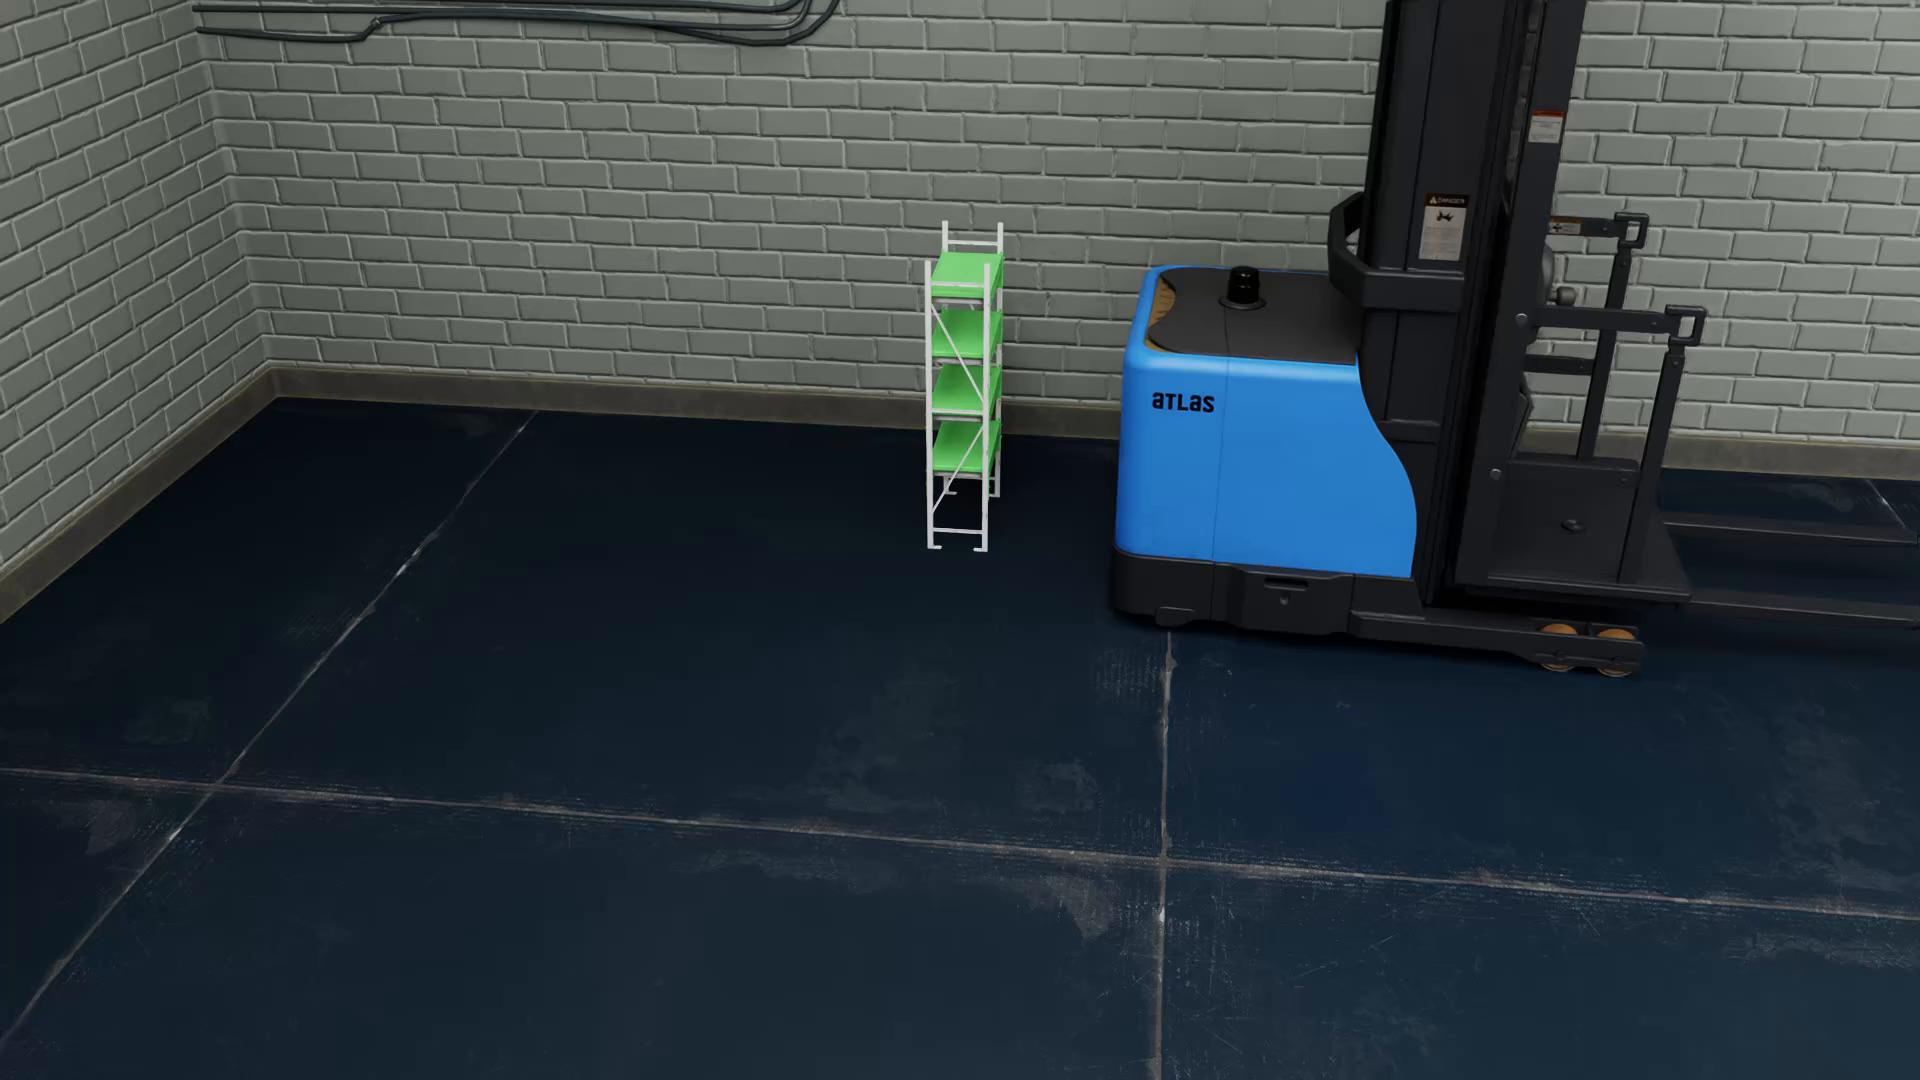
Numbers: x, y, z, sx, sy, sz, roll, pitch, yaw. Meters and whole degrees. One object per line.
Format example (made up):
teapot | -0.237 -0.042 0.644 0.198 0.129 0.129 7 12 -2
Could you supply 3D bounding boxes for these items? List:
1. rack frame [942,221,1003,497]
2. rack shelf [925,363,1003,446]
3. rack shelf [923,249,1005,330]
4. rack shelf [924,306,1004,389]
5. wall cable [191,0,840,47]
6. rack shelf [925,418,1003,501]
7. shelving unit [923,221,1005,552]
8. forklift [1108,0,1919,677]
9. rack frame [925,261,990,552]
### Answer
rack frame | 0.050 -0.721 6.823 0.240 1.200 0.015 3 28 6
rack shelf | 0.020 -0.550 6.640 0.258 0.148 0.480 3 28 6
rack shelf | 0.020 -0.972 6.413 0.258 0.148 0.480 3 28 6
rack shelf | 0.020 -0.761 6.527 0.258 0.148 0.480 3 28 6
wall cable | -1.969 -3.202 6.479 3.097 2.526 0.112 3 28 6
rack shelf | 0.020 -0.339 6.754 0.258 0.148 0.480 3 28 6
shelving unit | 0.020 -0.606 6.610 0.258 1.200 0.503 3 28 6
forklift | 2.119 -1.082 5.668 3.031 2.935 1.130 5 29 9
rack frame | -0.010 -0.491 6.397 0.240 1.200 0.015 3 28 6
